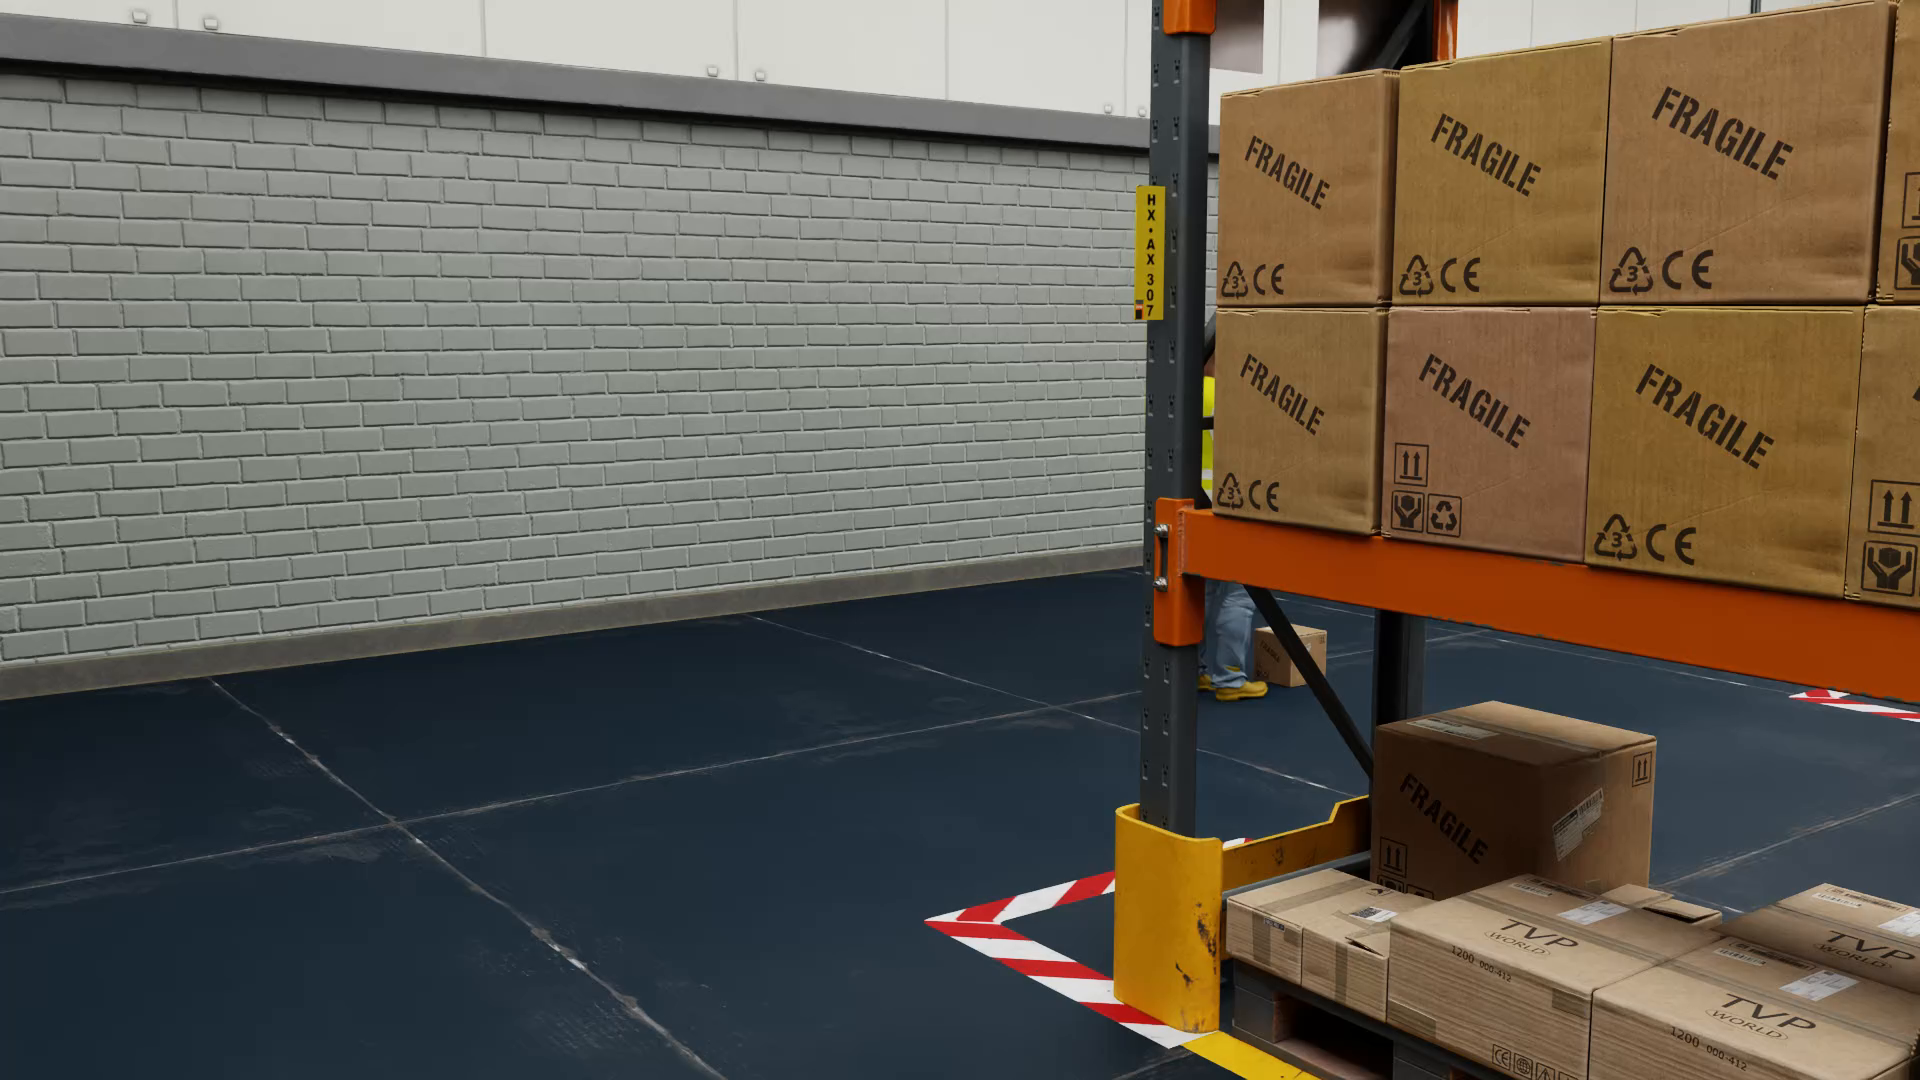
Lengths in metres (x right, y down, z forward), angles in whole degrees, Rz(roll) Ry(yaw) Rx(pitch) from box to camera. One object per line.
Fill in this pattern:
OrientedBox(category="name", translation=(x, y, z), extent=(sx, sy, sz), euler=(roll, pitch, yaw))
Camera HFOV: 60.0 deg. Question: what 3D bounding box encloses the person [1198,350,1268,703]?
OrientedBox(category="person", translation=(1.218, -0.140, 7.801), extent=(0.369, 1.773, 0.565), euler=(-5, 9, -35))
